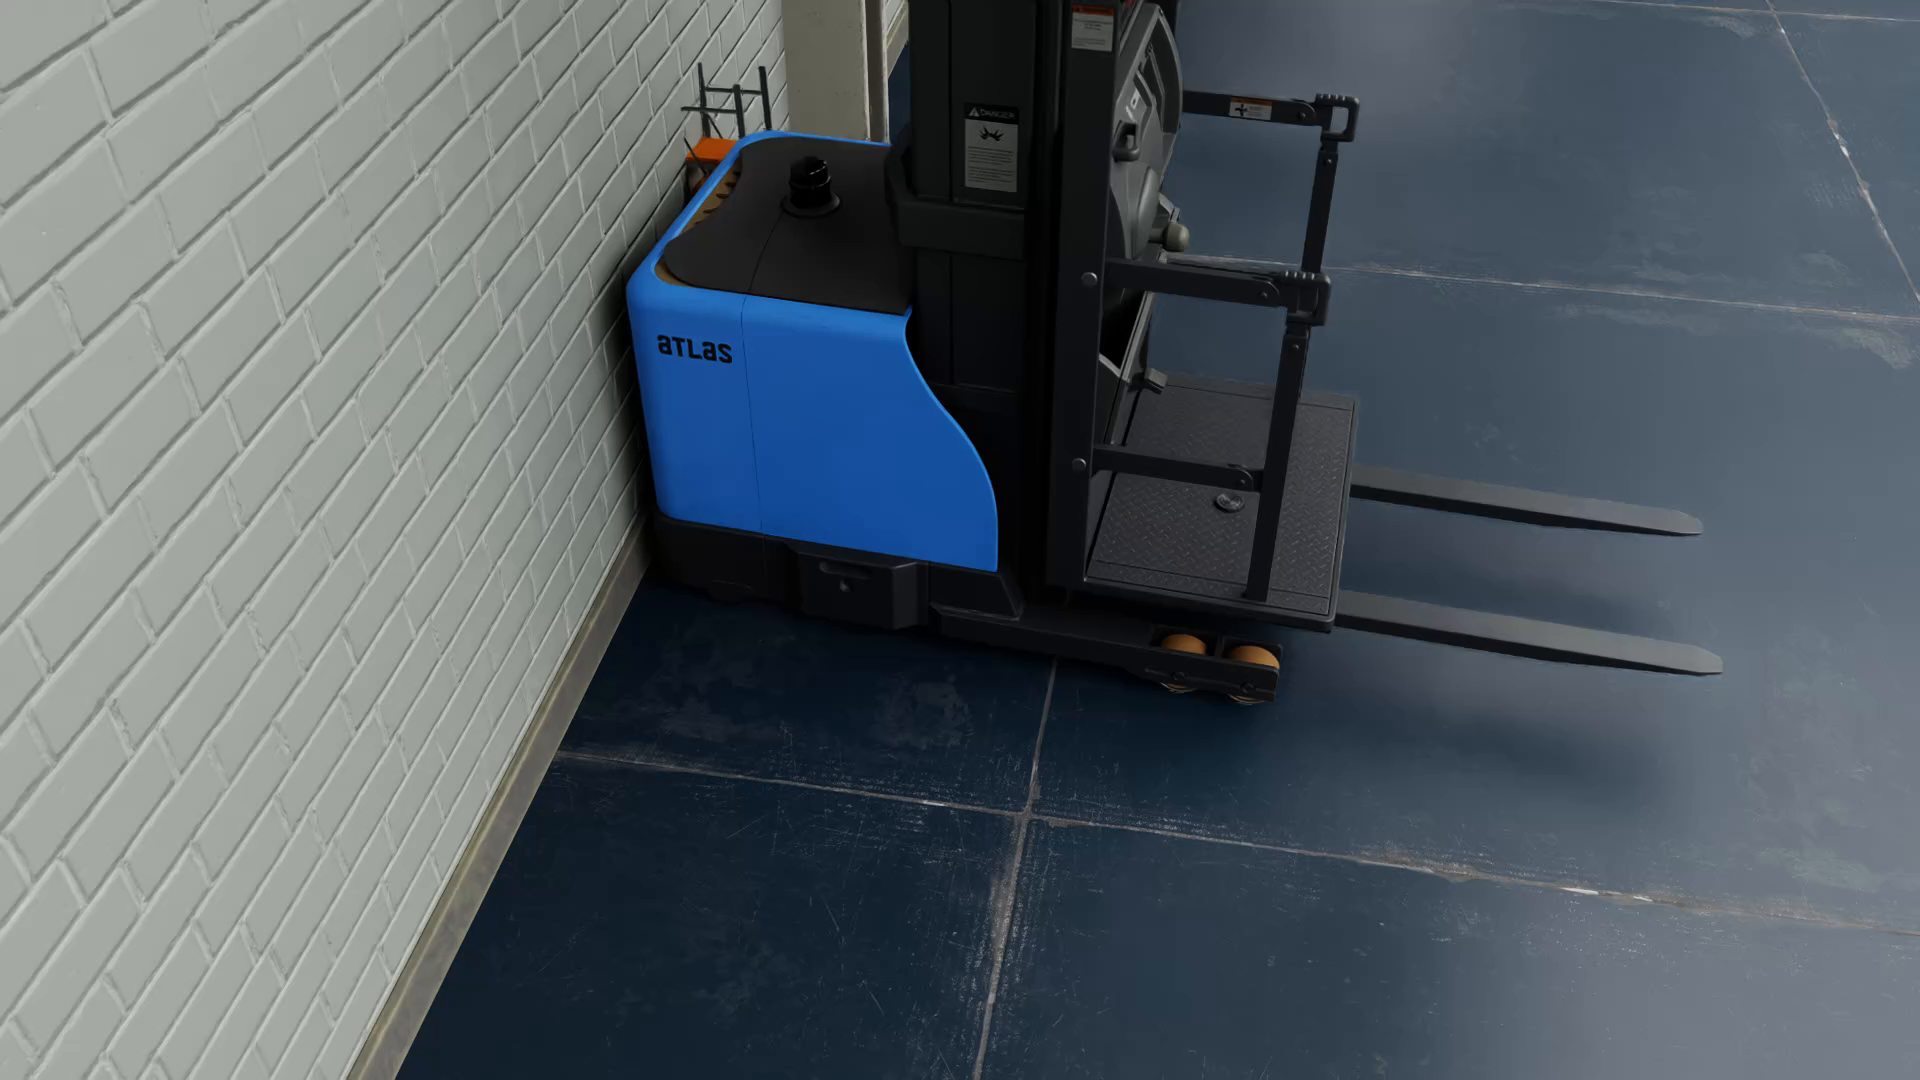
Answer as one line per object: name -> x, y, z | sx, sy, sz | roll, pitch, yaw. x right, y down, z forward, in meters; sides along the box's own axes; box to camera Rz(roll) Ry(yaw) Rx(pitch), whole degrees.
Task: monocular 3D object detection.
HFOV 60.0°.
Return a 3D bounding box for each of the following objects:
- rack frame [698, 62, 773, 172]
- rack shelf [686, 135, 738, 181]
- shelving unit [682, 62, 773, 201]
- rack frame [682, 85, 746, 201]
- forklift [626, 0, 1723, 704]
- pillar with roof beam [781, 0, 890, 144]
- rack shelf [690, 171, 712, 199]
rack frame -> -0.686, -0.970, 5.478 | 0.240, 1.200, 0.006 | 9, 35, 17
rack shelf -> -0.730, -1.187, 5.235 | 0.258, 0.103, 0.180 | 9, 35, 17
shelving unit -> -0.716, -0.922, 5.407 | 0.258, 1.200, 0.189 | 9, 35, 17
rack frame -> -0.746, -0.874, 5.335 | 0.240, 1.200, 0.006 | 9, 35, 17
forklift -> 0.666, -1.044, 4.212 | 3.031, 2.935, 1.130 | 9, 40, 11
pillar with roof beam -> 3.768, -4.282, 3.367 | 9.100, 9.000, 0.400 | 6, 40, 8
rack shelf -> -0.724, -1.086, 5.300 | 0.258, 0.103, 0.180 | 9, 35, 17
